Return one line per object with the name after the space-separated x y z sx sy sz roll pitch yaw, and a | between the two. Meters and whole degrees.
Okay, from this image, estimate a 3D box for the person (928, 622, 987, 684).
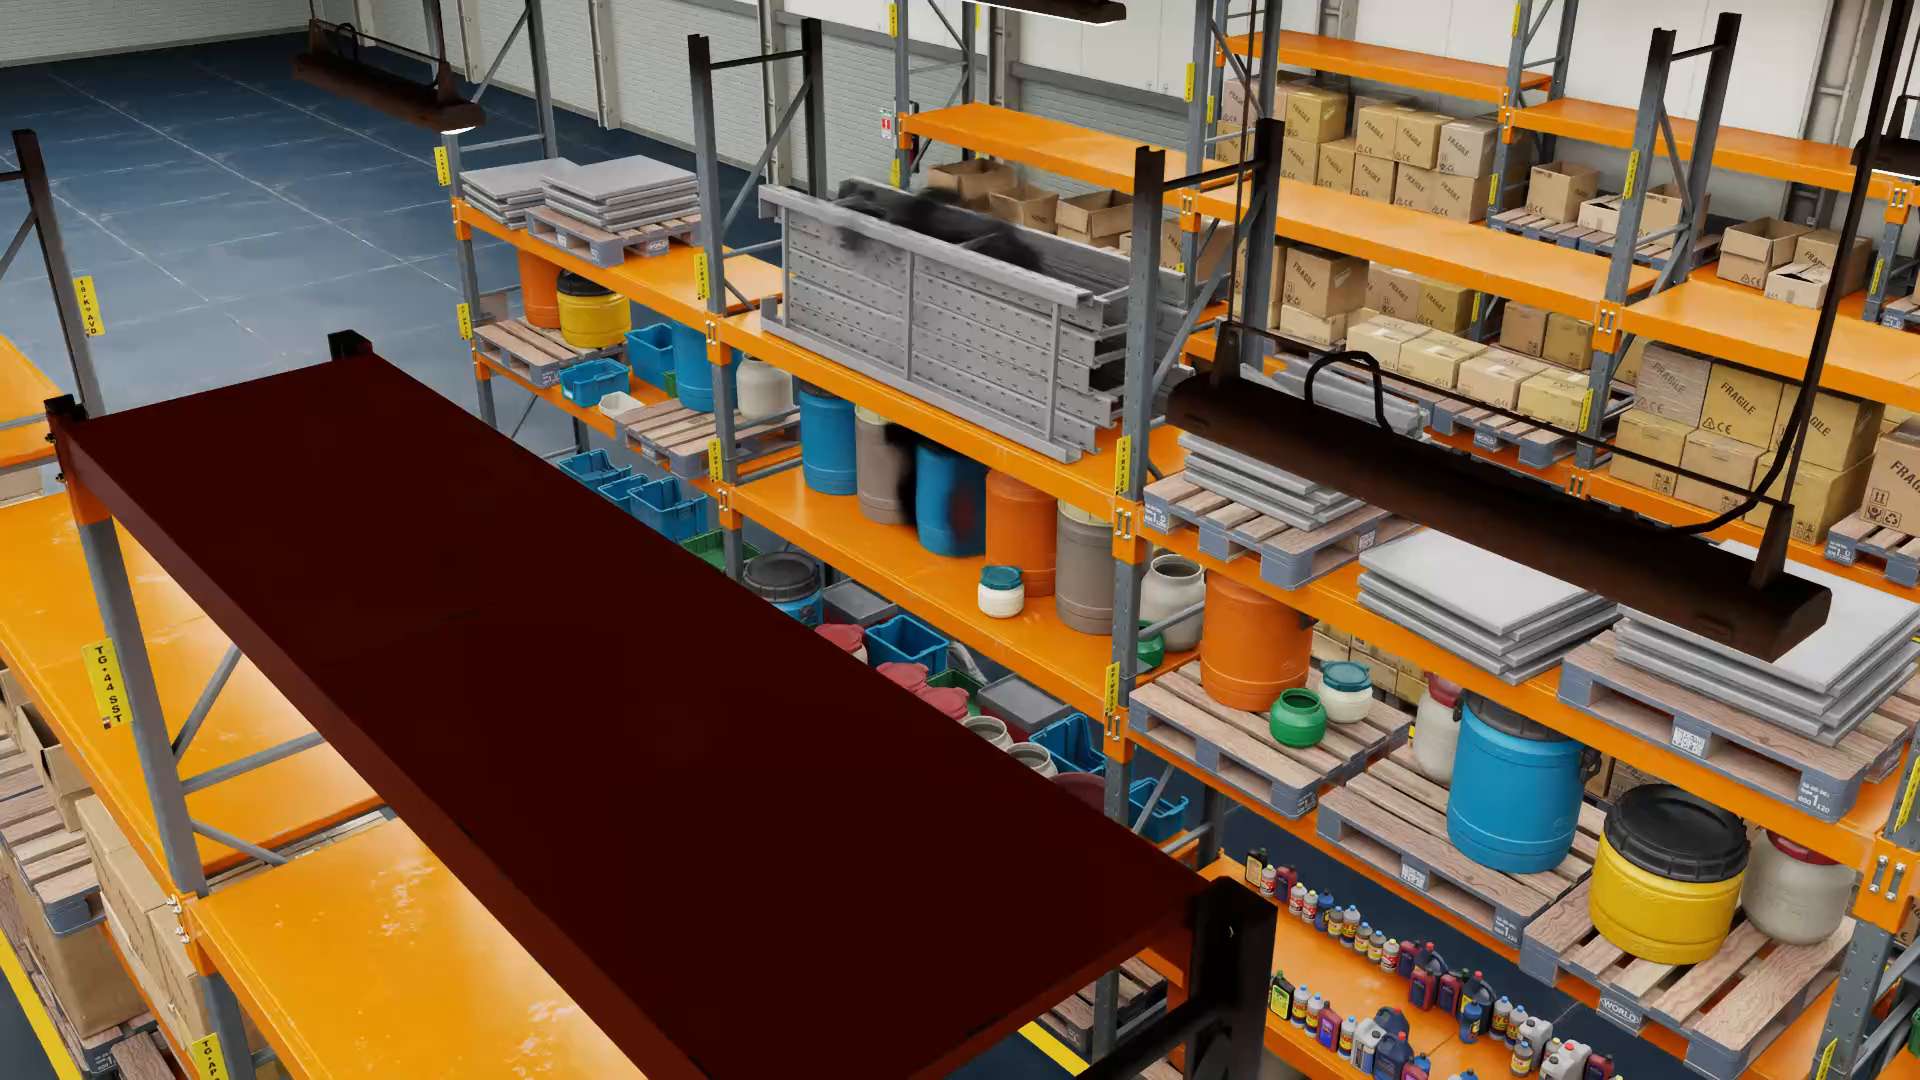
-0.079 0.609 13.926 0.664 1.690 0.617 23 35 38 | person
